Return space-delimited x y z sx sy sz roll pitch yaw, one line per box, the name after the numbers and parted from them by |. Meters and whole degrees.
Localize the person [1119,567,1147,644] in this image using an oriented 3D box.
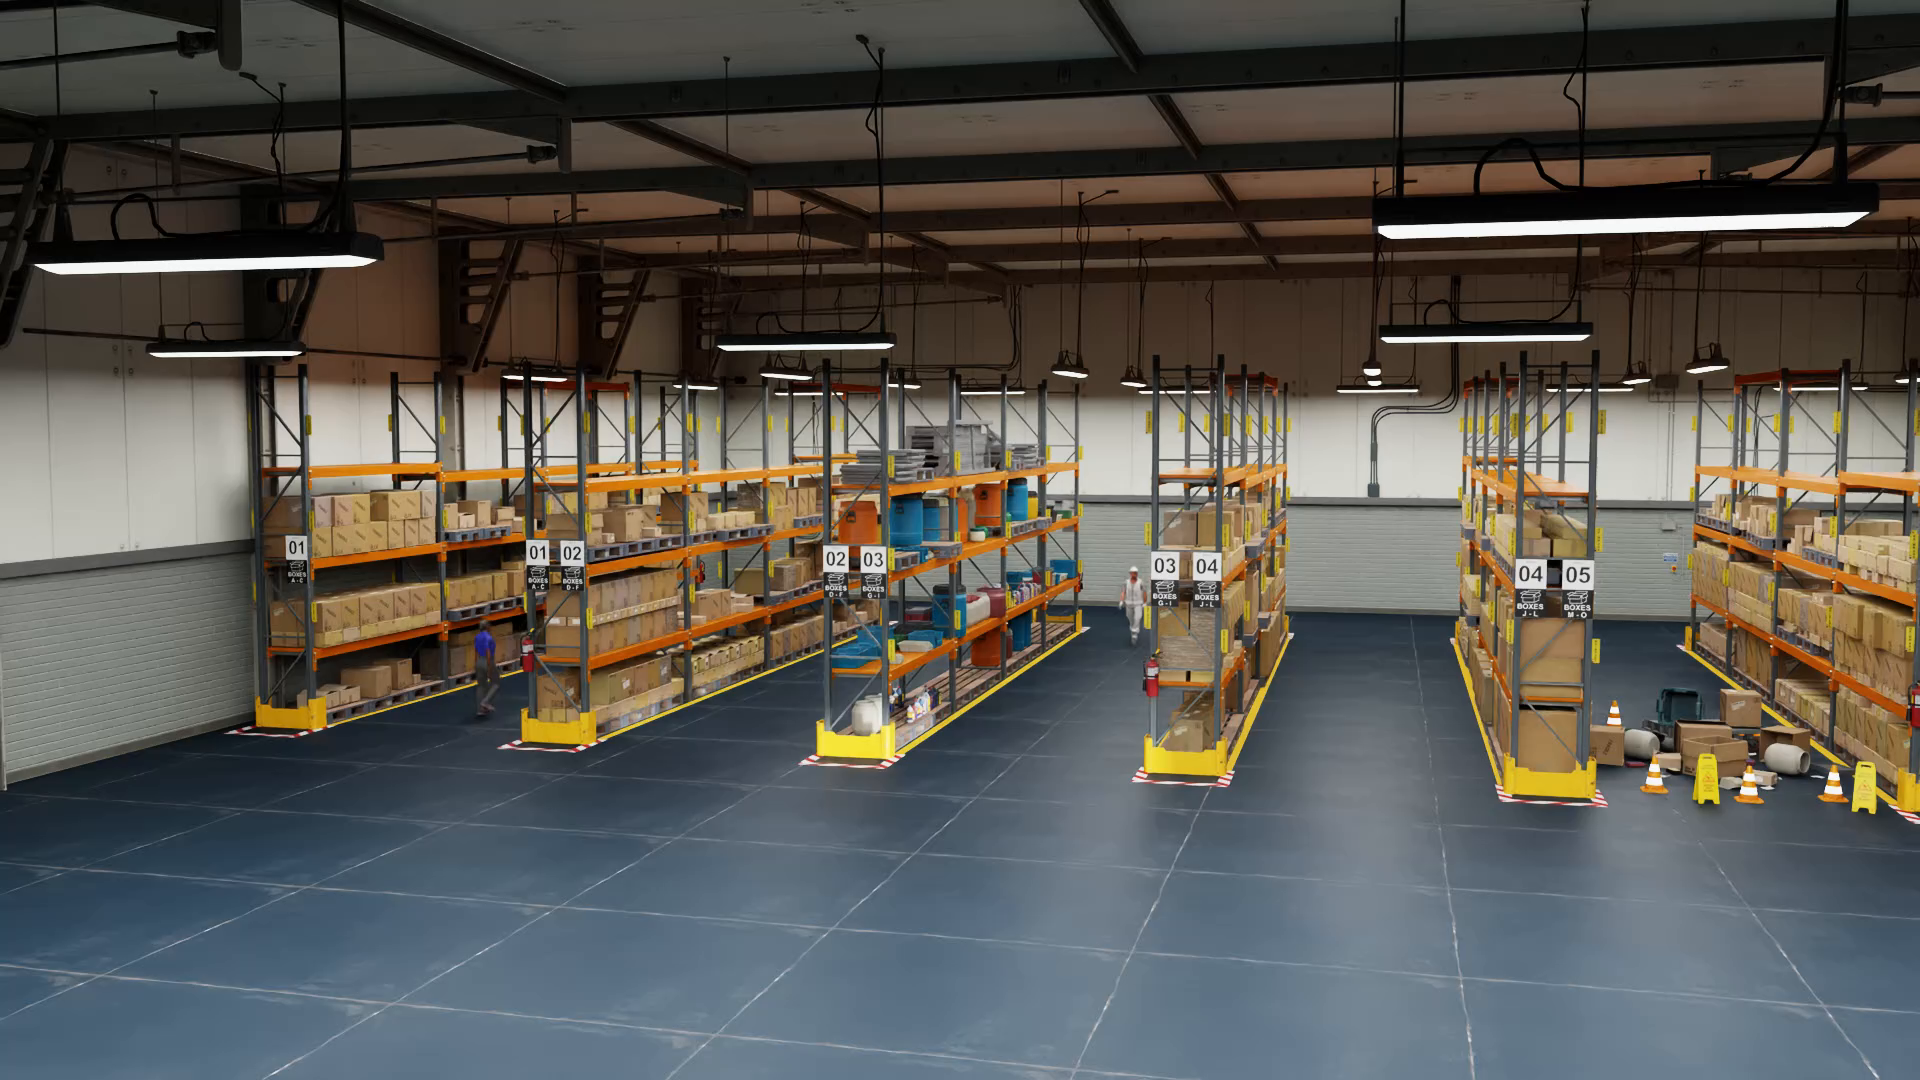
3.964 1.478 38.159 0.598 1.725 1.041 1 4 17 | person

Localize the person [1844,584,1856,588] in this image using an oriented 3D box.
20.074 1.542 37.283 0.756 1.769 0.558 1 4 18 | person

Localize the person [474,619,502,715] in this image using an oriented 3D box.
-8.206 2.194 28.705 0.508 1.646 0.456 2 4 24 | person
